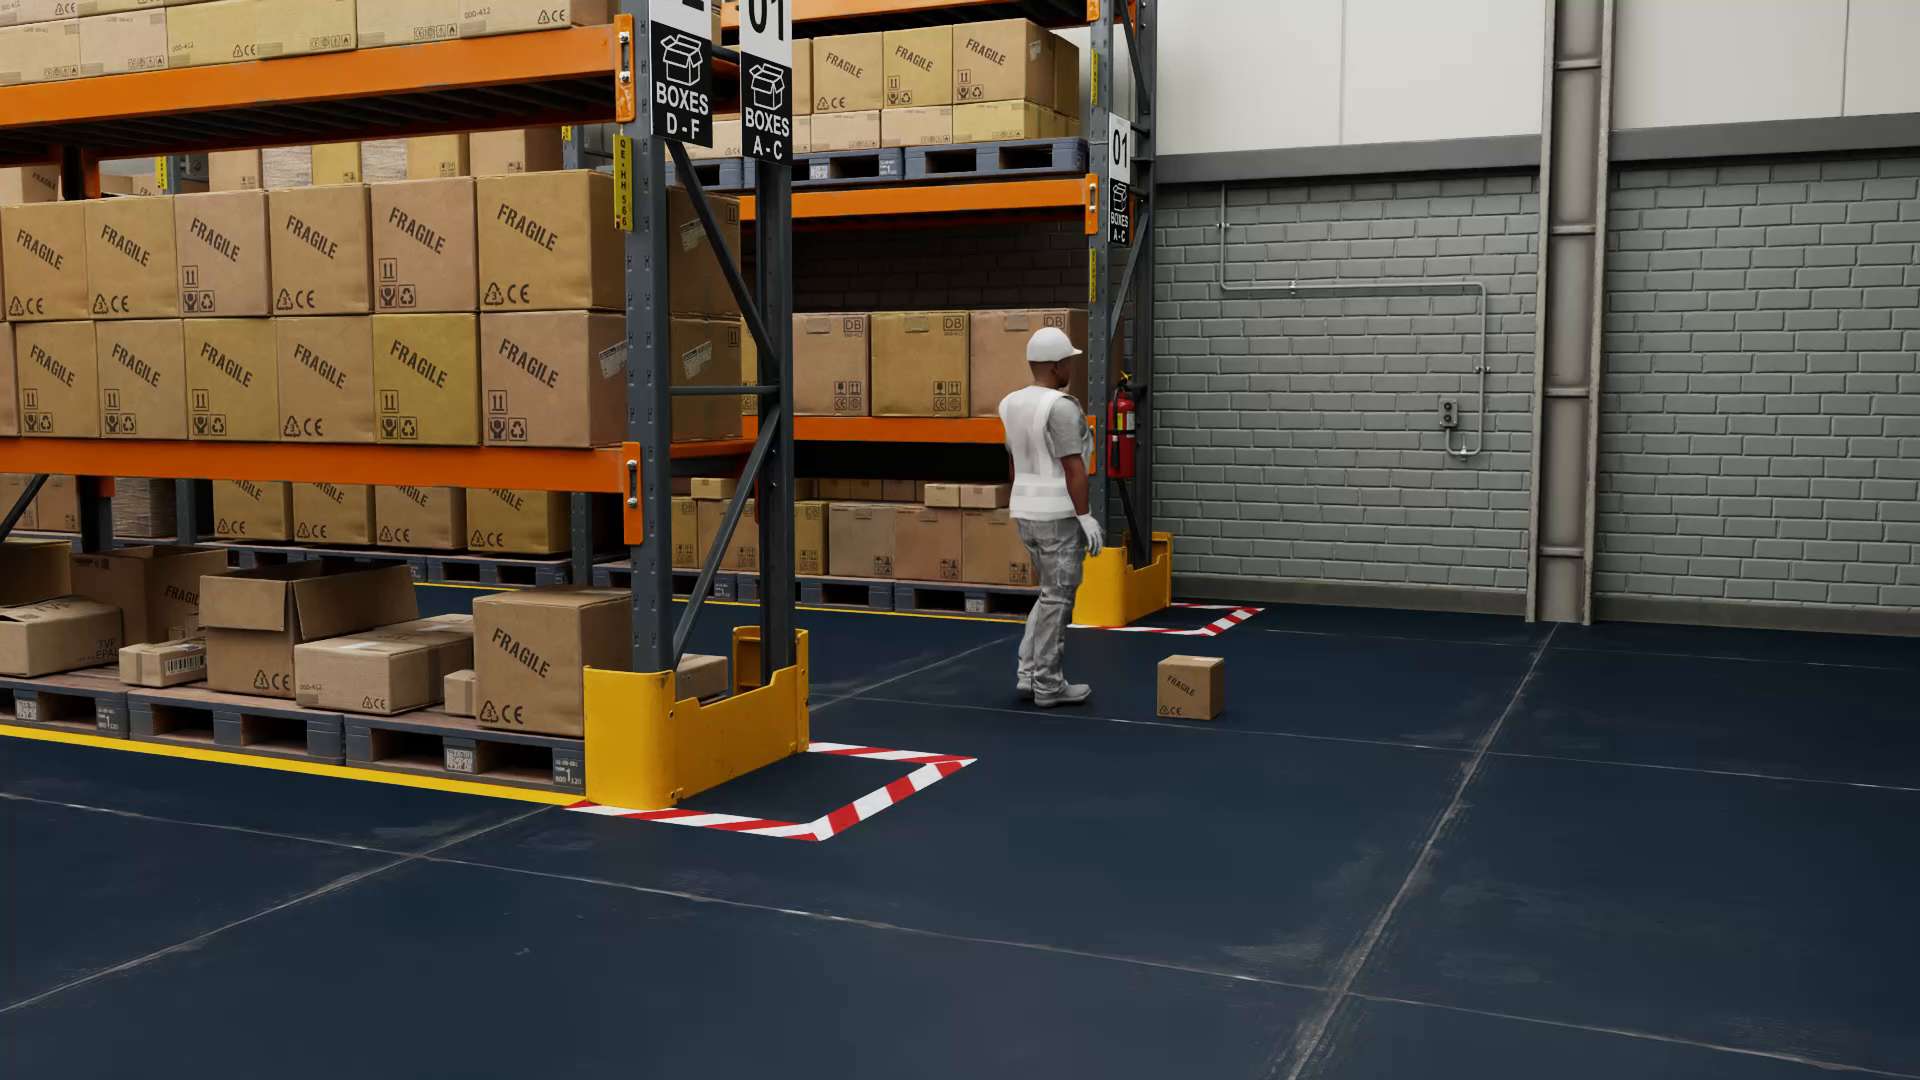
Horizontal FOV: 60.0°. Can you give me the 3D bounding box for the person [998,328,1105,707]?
[{"bbox_3d":[0.449,-0.084,7.869,0.409,1.825,0.577,-3,6,-28],"label":"person"}]
